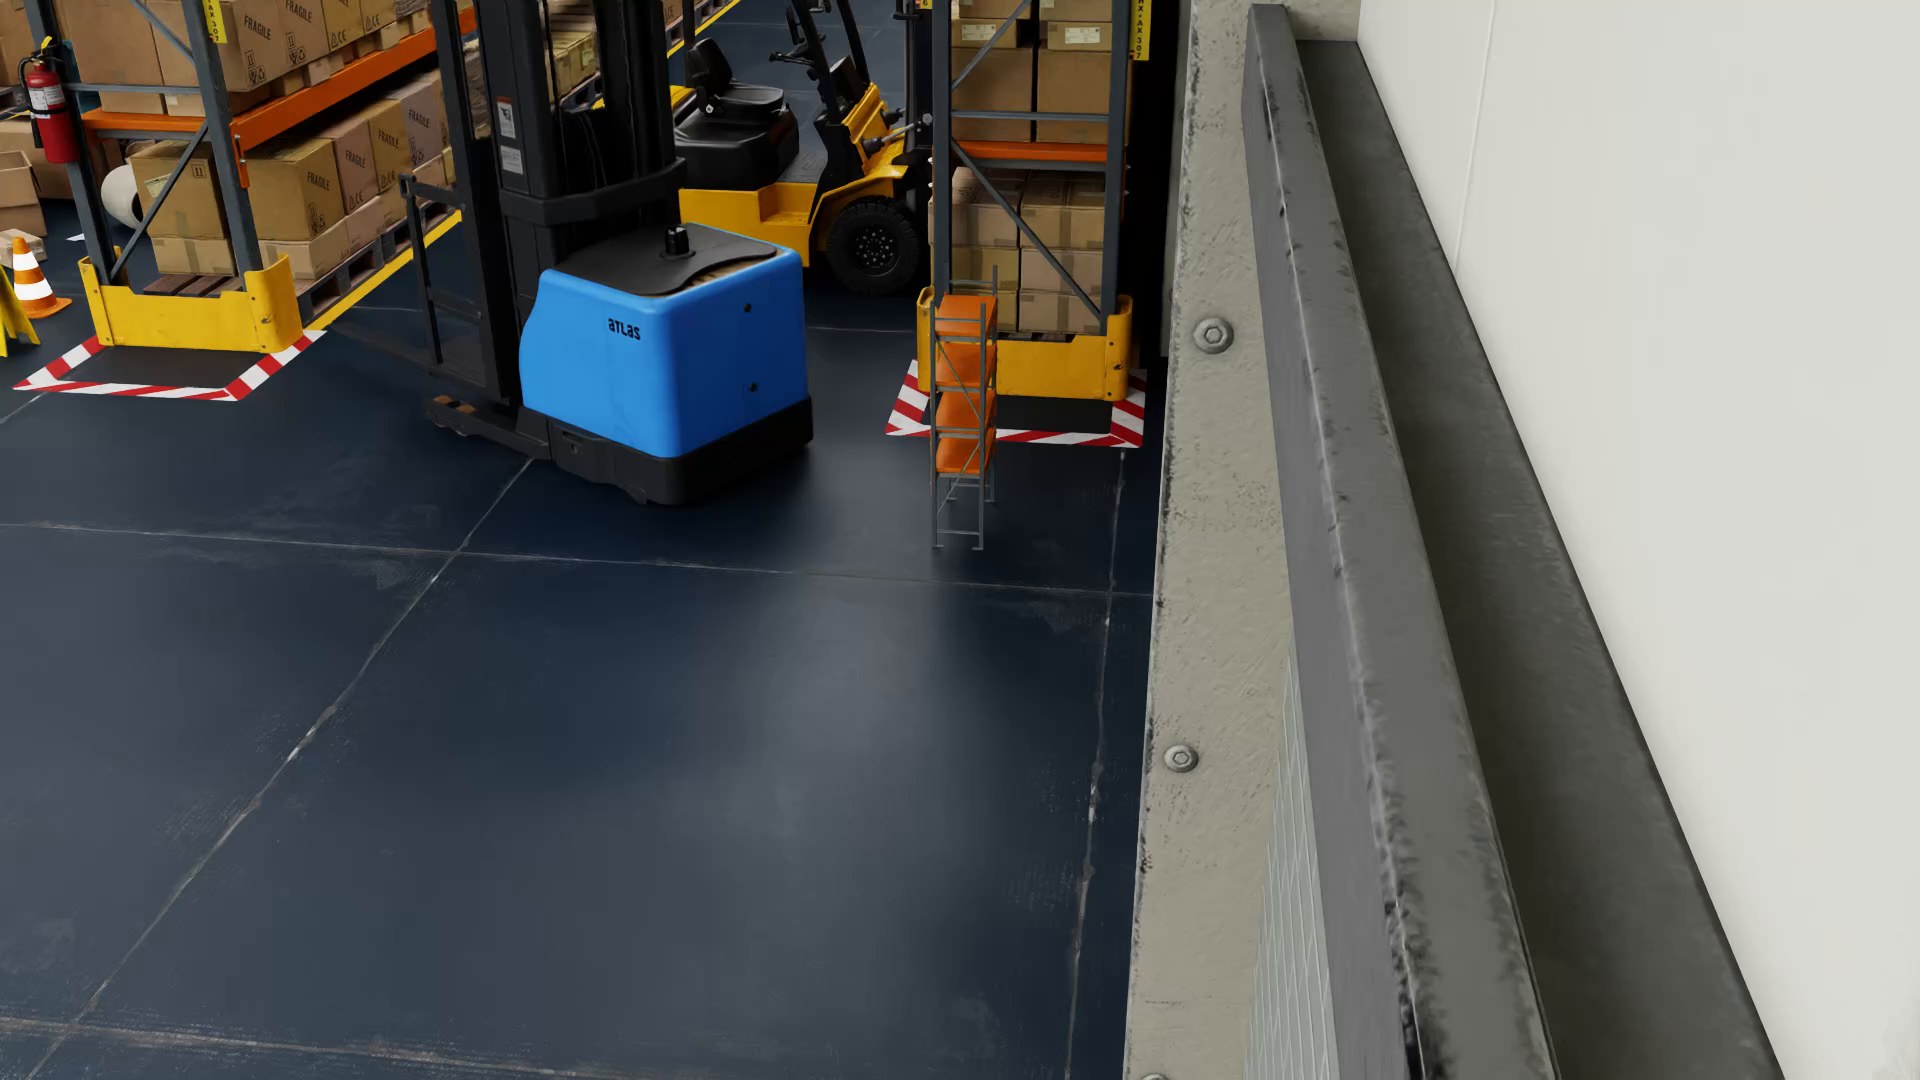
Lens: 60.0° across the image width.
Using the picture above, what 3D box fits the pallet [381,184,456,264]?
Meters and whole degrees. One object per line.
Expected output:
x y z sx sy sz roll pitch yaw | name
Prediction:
-4.270 -2.256 11.716 1.003 0.211 1.213 3 28 6 | pallet

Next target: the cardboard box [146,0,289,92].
-4.233 -2.877 9.509 0.500 0.500 0.500 3 28 5 | cardboard box

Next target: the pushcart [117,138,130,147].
-6.345 -3.333 13.538 1.648 0.377 0.936 -6 29 -11 | pushcart

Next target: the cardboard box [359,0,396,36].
-4.057 -3.601 10.852 0.500 0.500 0.500 3 28 5 | cardboard box

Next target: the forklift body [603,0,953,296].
-1.218 -2.833 10.742 2.313 2.155 1.214 3 28 6 | forklift body

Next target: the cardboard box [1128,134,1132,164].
0.951 -2.802 11.717 0.500 0.250 0.500 4 29 7 | cardboard box

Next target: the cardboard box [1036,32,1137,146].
0.697 -2.470 9.066 0.500 0.500 0.500 4 29 8 | cardboard box

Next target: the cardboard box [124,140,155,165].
-6.306 -2.916 12.882 0.258 0.266 0.396 -17 33 -29 | cardboard box

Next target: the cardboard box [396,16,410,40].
-3.995 -3.501 11.351 0.380 0.149 0.250 3 28 5 | cardboard box

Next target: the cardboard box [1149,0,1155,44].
1.671 -5.241 16.508 0.500 0.500 0.500 4 29 8 | cardboard box

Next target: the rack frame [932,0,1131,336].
0.361 -2.209 8.687 1.000 3.000 0.127 3 28 6 | rack frame

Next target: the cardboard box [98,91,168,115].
-4.732 -2.573 9.628 0.380 0.149 0.250 4 29 8 | cardboard box

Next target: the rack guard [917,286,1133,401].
0.358 -1.097 9.259 1.175 0.500 0.348 3 28 6 | rack guard

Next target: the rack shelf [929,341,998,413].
0.020 -0.744 7.536 0.258 0.148 0.480 3 28 6 | rack shelf

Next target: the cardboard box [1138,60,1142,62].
0.947 -3.434 10.855 0.500 0.500 0.500 3 28 5 | cardboard box

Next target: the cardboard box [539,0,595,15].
-3.665 -5.024 16.240 0.950 0.372 0.625 1 28 3 | cardboard box

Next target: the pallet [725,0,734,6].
-3.115 -6.549 19.683 1.003 0.211 1.213 3 28 6 | pallet

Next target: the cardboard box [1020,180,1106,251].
0.607 -1.838 9.402 0.500 0.250 0.500 3 28 5 | cardboard box

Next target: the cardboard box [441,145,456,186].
-3.937 -2.807 12.255 0.500 0.250 0.500 3 28 5 | cardboard box

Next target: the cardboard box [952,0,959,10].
0.127 -2.840 9.069 0.380 0.149 0.250 4 29 7 | cardboard box

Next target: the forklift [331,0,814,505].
-2.229 -2.011 8.393 3.031 2.935 1.130 20 34 33 | forklift

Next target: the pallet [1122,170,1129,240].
0.712 -2.492 12.153 1.003 0.211 1.213 3 28 6 | pallet

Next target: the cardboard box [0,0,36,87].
-8.892 -4.564 14.988 1.050 0.750 0.750 3 28 6 | cardboard box

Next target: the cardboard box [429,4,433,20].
-3.946 -3.862 12.022 0.380 0.149 0.250 3 29 6 | cardboard box

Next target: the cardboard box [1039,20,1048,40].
0.627 -2.803 9.000 0.380 0.149 0.250 3 28 6 | cardboard box

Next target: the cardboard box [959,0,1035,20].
0.195 -2.850 8.774 0.380 0.149 0.250 3 29 6 | cardboard box

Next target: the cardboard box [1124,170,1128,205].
0.938 -2.587 11.845 0.500 0.250 0.500 3 28 6 | cardboard box

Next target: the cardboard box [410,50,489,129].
-3.882 -3.389 12.543 0.500 0.500 0.500 3 28 5 | cardboard box

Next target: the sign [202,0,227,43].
-4.027 -2.845 8.955 0.100 0.325 0.005 3 28 6 | sign

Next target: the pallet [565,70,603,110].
-3.835 -4.093 15.125 1.003 0.211 1.213 3 28 6 | pallet

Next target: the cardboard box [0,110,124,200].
-6.757 -2.871 12.405 0.797 0.637 0.503 3 28 6 | cardboard box

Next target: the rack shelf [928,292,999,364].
0.020 -0.952 7.424 0.258 0.148 0.480 3 28 6 | rack shelf

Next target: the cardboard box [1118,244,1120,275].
0.704 -1.639 10.085 0.500 0.250 0.500 4 29 7 | cardboard box

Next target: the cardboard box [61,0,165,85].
-4.773 -2.942 9.629 0.500 0.500 0.500 3 28 5 | cardboard box

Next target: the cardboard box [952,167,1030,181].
0.164 -2.099 9.885 0.500 0.250 0.500 4 29 7 | cardboard box

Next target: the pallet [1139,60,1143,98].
1.201 -4.361 15.623 1.003 0.211 1.213 3 28 6 | pallet

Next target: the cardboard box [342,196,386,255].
-4.123 -2.073 10.892 0.500 0.250 0.500 4 29 8 | cardboard box

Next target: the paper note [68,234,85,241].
-6.173 -2.135 11.693 0.148 0.019 0.142 14 31 24 | paper note

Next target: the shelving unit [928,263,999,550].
0.020 -0.606 7.610 0.258 1.200 0.503 3 28 6 | shelving unit

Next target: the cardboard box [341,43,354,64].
-4.141 -3.141 10.682 0.380 0.149 0.250 4 29 8 | cardboard box

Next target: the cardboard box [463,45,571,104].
-3.929 -3.992 14.325 0.950 0.372 0.625 5 29 9 | cardboard box

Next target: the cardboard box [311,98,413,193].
-4.061 -2.657 11.184 0.500 0.500 0.500 4 29 7 | cardboard box

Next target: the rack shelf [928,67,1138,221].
0.606 -2.833 10.605 1.077 0.370 4.000 3 28 6 | rack shelf

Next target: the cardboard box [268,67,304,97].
-4.189 -2.772 9.998 0.380 0.149 0.250 2 28 5 | cardboard box
